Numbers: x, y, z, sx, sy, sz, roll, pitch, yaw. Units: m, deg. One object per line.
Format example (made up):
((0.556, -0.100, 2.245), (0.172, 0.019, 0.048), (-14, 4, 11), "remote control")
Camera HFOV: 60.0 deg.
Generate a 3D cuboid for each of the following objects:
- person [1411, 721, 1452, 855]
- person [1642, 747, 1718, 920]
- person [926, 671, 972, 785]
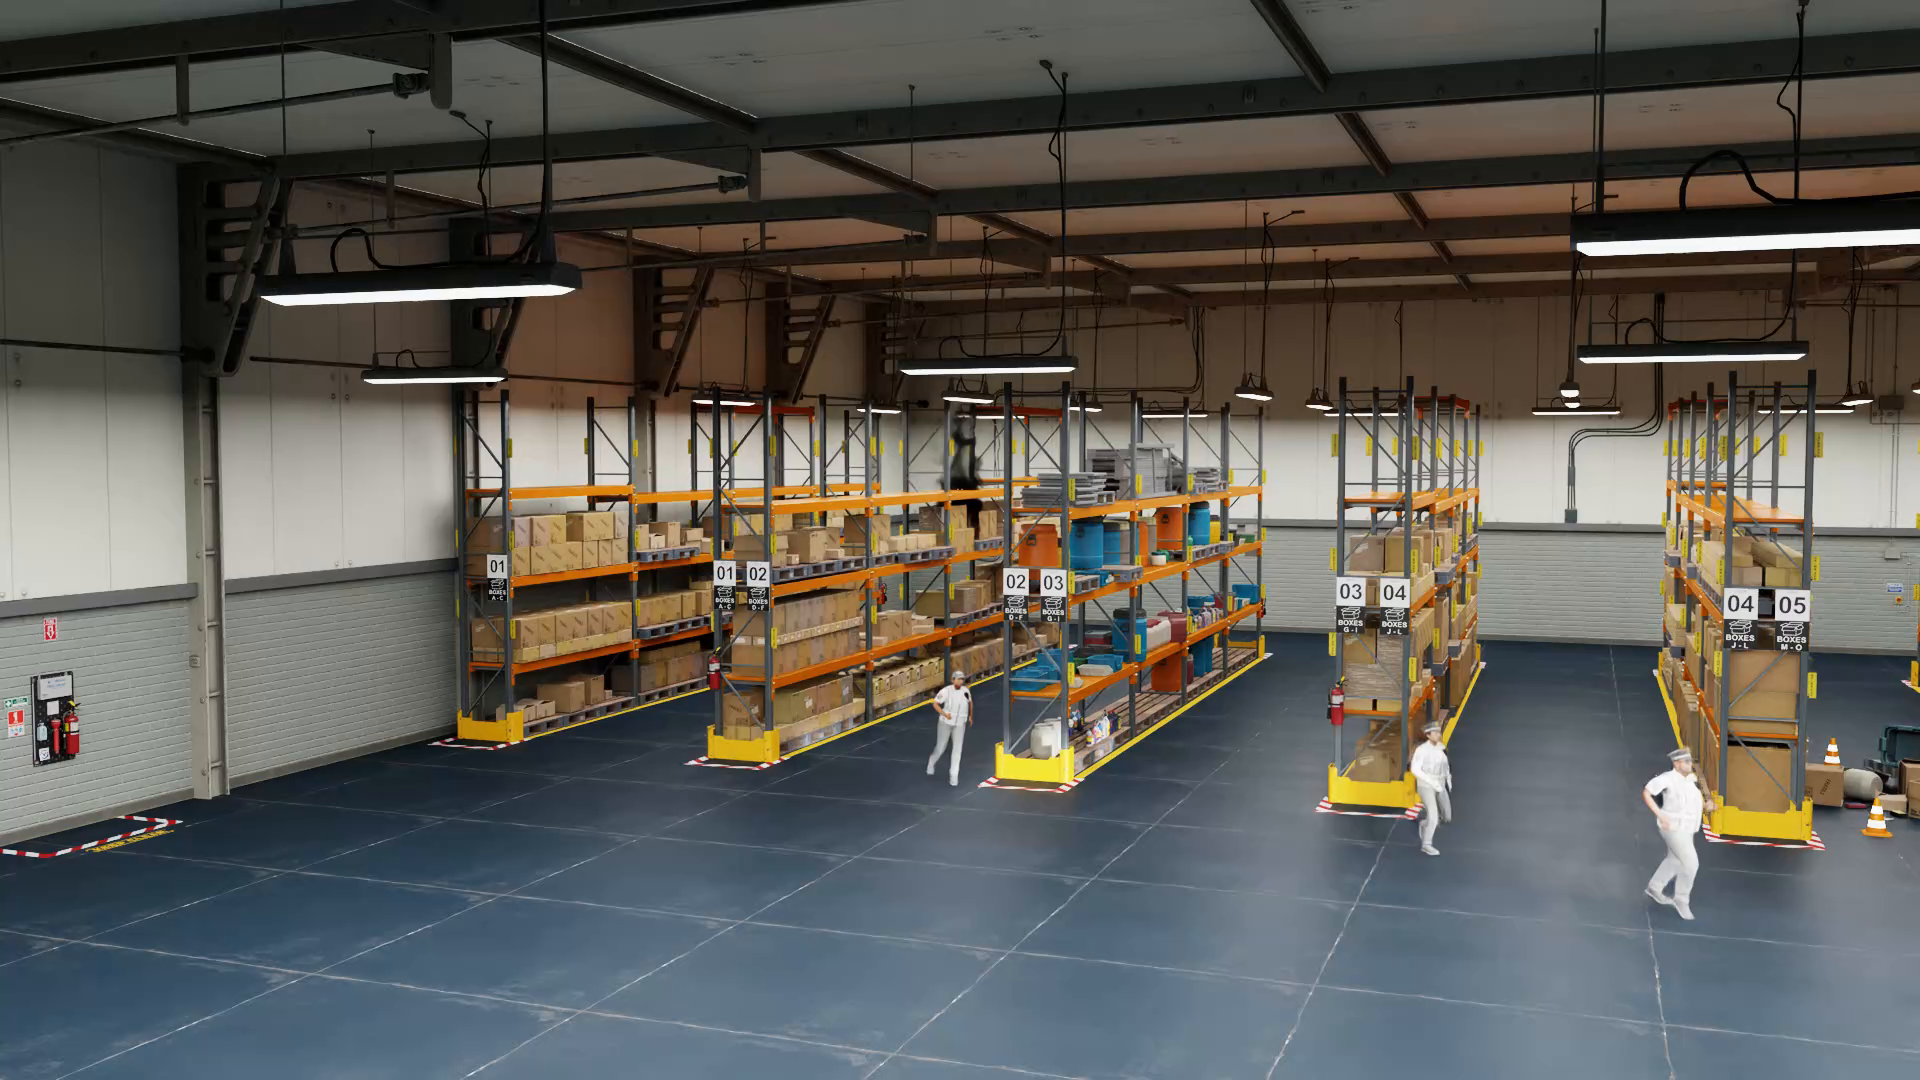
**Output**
((5.838, 3.047, 20.512), (0.663, 1.646, 0.554), (-2, 4, -29), "person")
((7.751, 3.144, 17.921), (0.638, 1.851, 0.791), (-2, 4, -37), "person")
((-0.093, 2.796, 25.065), (0.694, 1.650, 0.909), (-1, 3, -15), "person")
